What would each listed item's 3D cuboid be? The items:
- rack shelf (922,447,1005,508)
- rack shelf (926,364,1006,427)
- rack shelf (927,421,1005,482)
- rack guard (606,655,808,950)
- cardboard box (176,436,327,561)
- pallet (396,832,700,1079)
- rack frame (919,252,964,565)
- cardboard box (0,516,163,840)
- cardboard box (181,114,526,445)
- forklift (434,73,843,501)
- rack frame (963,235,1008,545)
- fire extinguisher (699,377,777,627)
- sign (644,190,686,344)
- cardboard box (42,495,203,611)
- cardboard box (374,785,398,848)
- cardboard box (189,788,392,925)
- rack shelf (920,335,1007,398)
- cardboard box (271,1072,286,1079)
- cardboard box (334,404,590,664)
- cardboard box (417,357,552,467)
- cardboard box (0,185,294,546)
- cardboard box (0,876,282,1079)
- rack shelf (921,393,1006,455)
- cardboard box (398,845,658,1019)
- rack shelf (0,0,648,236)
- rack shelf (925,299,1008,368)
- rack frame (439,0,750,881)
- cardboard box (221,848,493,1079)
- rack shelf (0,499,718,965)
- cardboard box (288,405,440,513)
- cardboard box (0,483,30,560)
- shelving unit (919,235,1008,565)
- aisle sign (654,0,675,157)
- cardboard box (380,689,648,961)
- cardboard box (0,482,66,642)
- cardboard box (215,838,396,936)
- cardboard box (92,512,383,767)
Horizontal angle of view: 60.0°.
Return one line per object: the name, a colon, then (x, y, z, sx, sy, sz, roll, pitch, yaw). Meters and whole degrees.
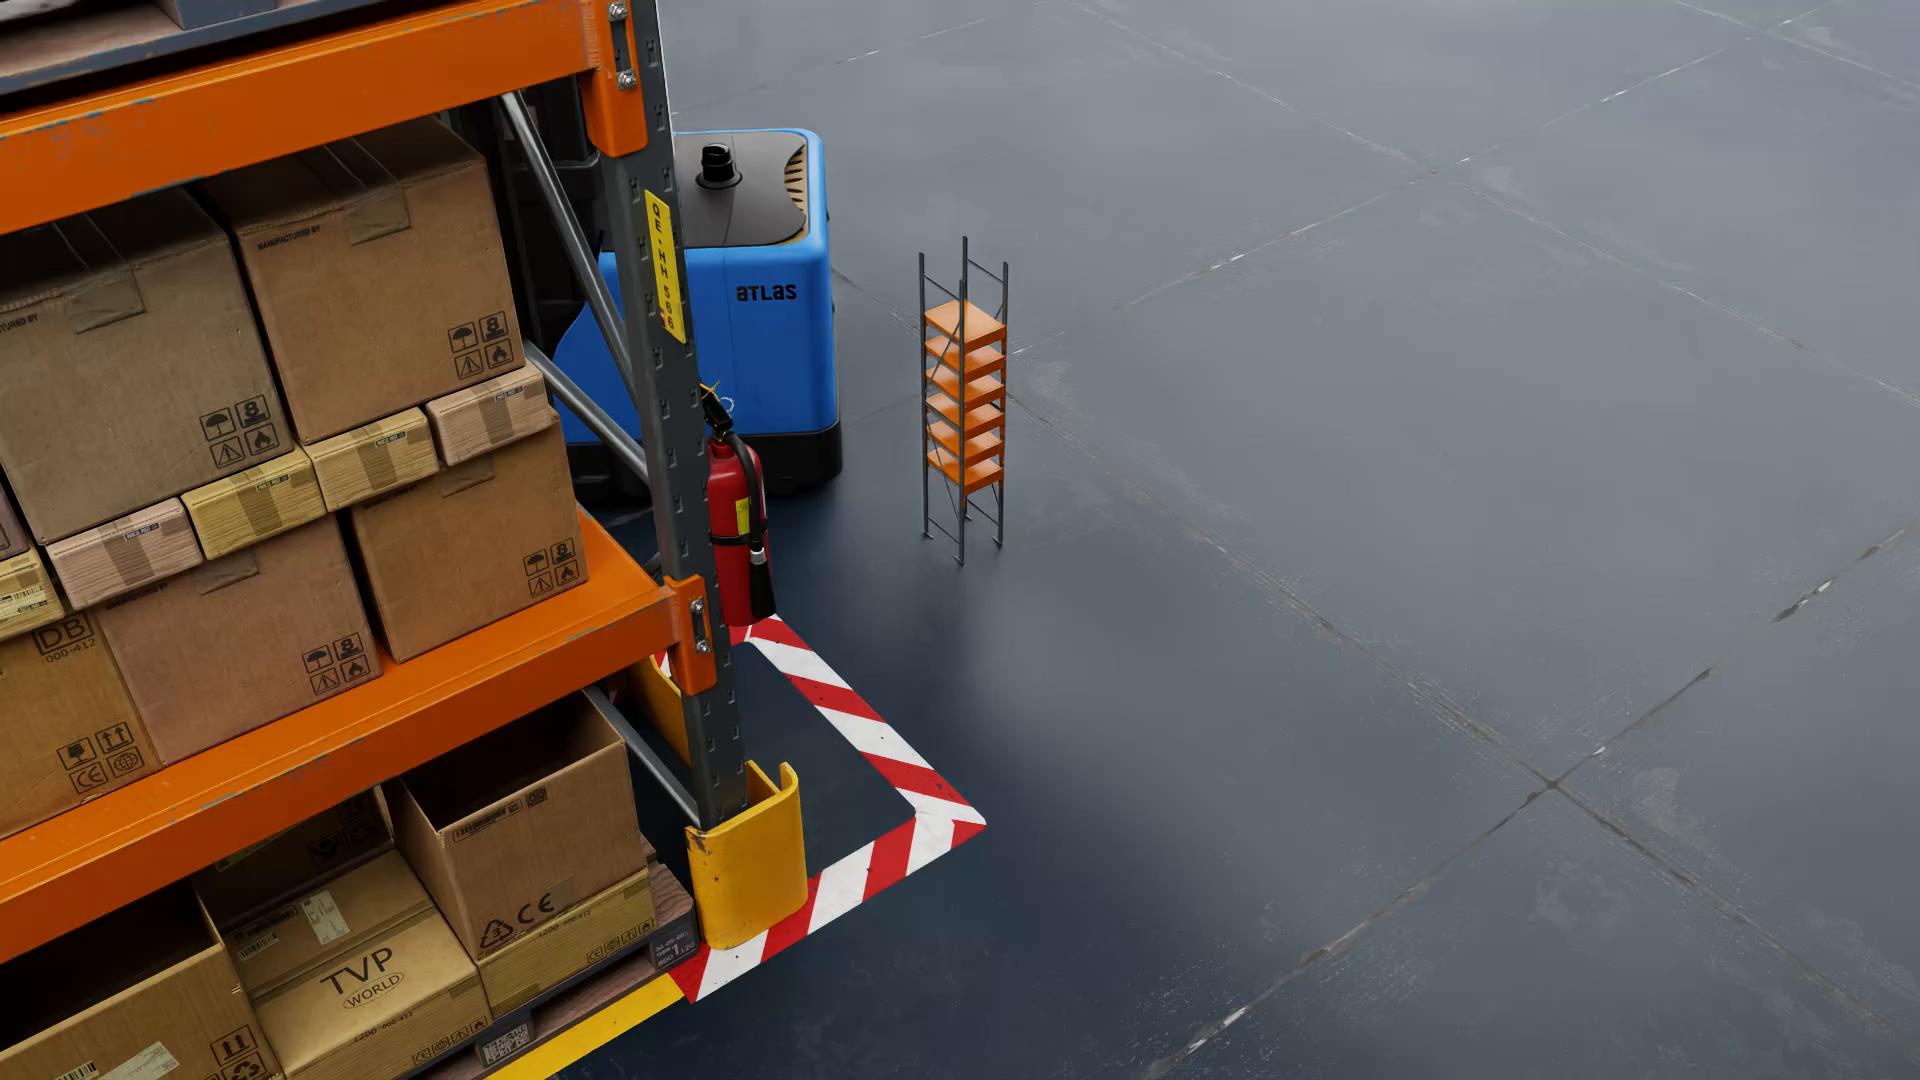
rack shelf: (0.011, -0.250, 6.057, 0.180, 0.103, 0.258, -26, 46, -28)
rack shelf: (0.011, -0.528, 5.828, 0.180, 0.103, 0.258, -26, 46, -28)
rack shelf: (0.011, -0.342, 5.981, 0.180, 0.103, 0.258, -26, 46, -28)
rack guard: (-0.918, 0.649, 5.065, 0.348, 0.500, 1.175, -26, 46, -28)
cardboard box: (-1.533, -0.153, 3.481, 0.250, 0.149, 0.380, -27, 46, -29)
pallet: (-1.518, 1.087, 4.759, 1.213, 0.211, 1.003, -26, 46, -28)
rack frame: (-0.061, -0.434, 5.833, 0.006, 1.200, 0.240, -26, 46, -28)
cardboard box: (-2.126, 0.222, 3.536, 0.500, 0.500, 0.700, -26, 46, -28)
cardboard box: (-1.357, -0.654, 3.580, 0.500, 0.500, 0.700, -26, 46, -28)
forklift: (-2.001, -1.553, 5.832, 3.031, 2.935, 1.130, -3, 39, -4)
rack frame: (0.084, -0.505, 5.919, 0.006, 1.200, 0.240, -26, 46, -28)
fire extinguisher: (-0.560, -0.090, 4.056, 0.183, 0.674, 0.296, -26, 46, -28)
sign: (-0.618, -0.569, 3.479, 0.005, 0.325, 0.100, -26, 46, -28)
cardboard box: (-1.734, -0.057, 3.364, 0.250, 0.149, 0.380, -25, 46, -28)
cardboard box: (-1.498, 0.688, 4.883, 0.500, 0.250, 0.500, -26, 46, -28)
cardboard box: (-1.893, 0.592, 4.408, 0.500, 0.500, 0.500, -26, 46, -28)
rack shelf: (0.011, -0.621, 5.752, 0.180, 0.103, 0.258, -26, 46, -28)
cardboard box: (-1.967, 1.342, 4.086, 0.500, 0.250, 0.500, -26, 46, -28)
cardboard box: (-1.315, -0.173, 4.017, 0.500, 0.500, 0.700, -26, 46, -28)
cardboard box: (-1.124, -0.354, 3.726, 0.250, 0.149, 0.380, -27, 46, -29)
cardboard box: (-1.771, -0.448, 3.329, 0.500, 0.500, 0.700, -27, 47, -29)
cardboard box: (-1.965, 1.054, 3.846, 0.500, 0.500, 0.500, -26, 46, -28)
rack shelf: (0.011, -0.435, 5.904, 0.180, 0.103, 0.258, -26, 46, -28)
cardboard box: (-1.182, 0.949, 4.565, 0.500, 0.250, 0.500, -26, 46, -28)
rack shelf: (-2.523, -0.417, 2.595, 4.000, 0.370, 1.077, -26, 46, -28)
rack shelf: (0.011, -0.713, 5.676, 0.180, 0.103, 0.258, -26, 46, -28)
rack frame: (-0.937, -0.308, 4.260, 0.127, 3.000, 1.000, -26, 46, -28)
cardboard box: (-1.571, 1.148, 4.323, 0.500, 0.250, 0.500, -26, 46, -28)
rack shelf: (-2.523, 0.743, 3.546, 4.000, 0.370, 1.077, -26, 46, -28)
cardboard box: (-1.331, -0.252, 3.602, 0.250, 0.149, 0.380, -25, 45, -27)
cardboard box: (-2.170, -0.253, 3.091, 0.500, 0.500, 0.700, -26, 46, -28)
shelving unit: (0.011, -0.469, 5.876, 0.189, 1.200, 0.258, -26, 46, -28)
aisle sign: (-0.706, -1.191, 3.287, 0.004, 0.787, 0.394, -26, 46, -28)
cardboard box: (-1.181, 0.660, 4.326, 0.500, 0.500, 0.500, -26, 46, -28)
cardboard box: (-1.942, 0.045, 3.240, 0.250, 0.149, 0.380, -25, 45, -27)
cardboard box: (-1.892, 0.883, 4.645, 0.500, 0.250, 0.500, -26, 46, -28)
cardboard box: (-1.729, 0.033, 3.766, 0.500, 0.500, 0.700, -25, 45, -27)
